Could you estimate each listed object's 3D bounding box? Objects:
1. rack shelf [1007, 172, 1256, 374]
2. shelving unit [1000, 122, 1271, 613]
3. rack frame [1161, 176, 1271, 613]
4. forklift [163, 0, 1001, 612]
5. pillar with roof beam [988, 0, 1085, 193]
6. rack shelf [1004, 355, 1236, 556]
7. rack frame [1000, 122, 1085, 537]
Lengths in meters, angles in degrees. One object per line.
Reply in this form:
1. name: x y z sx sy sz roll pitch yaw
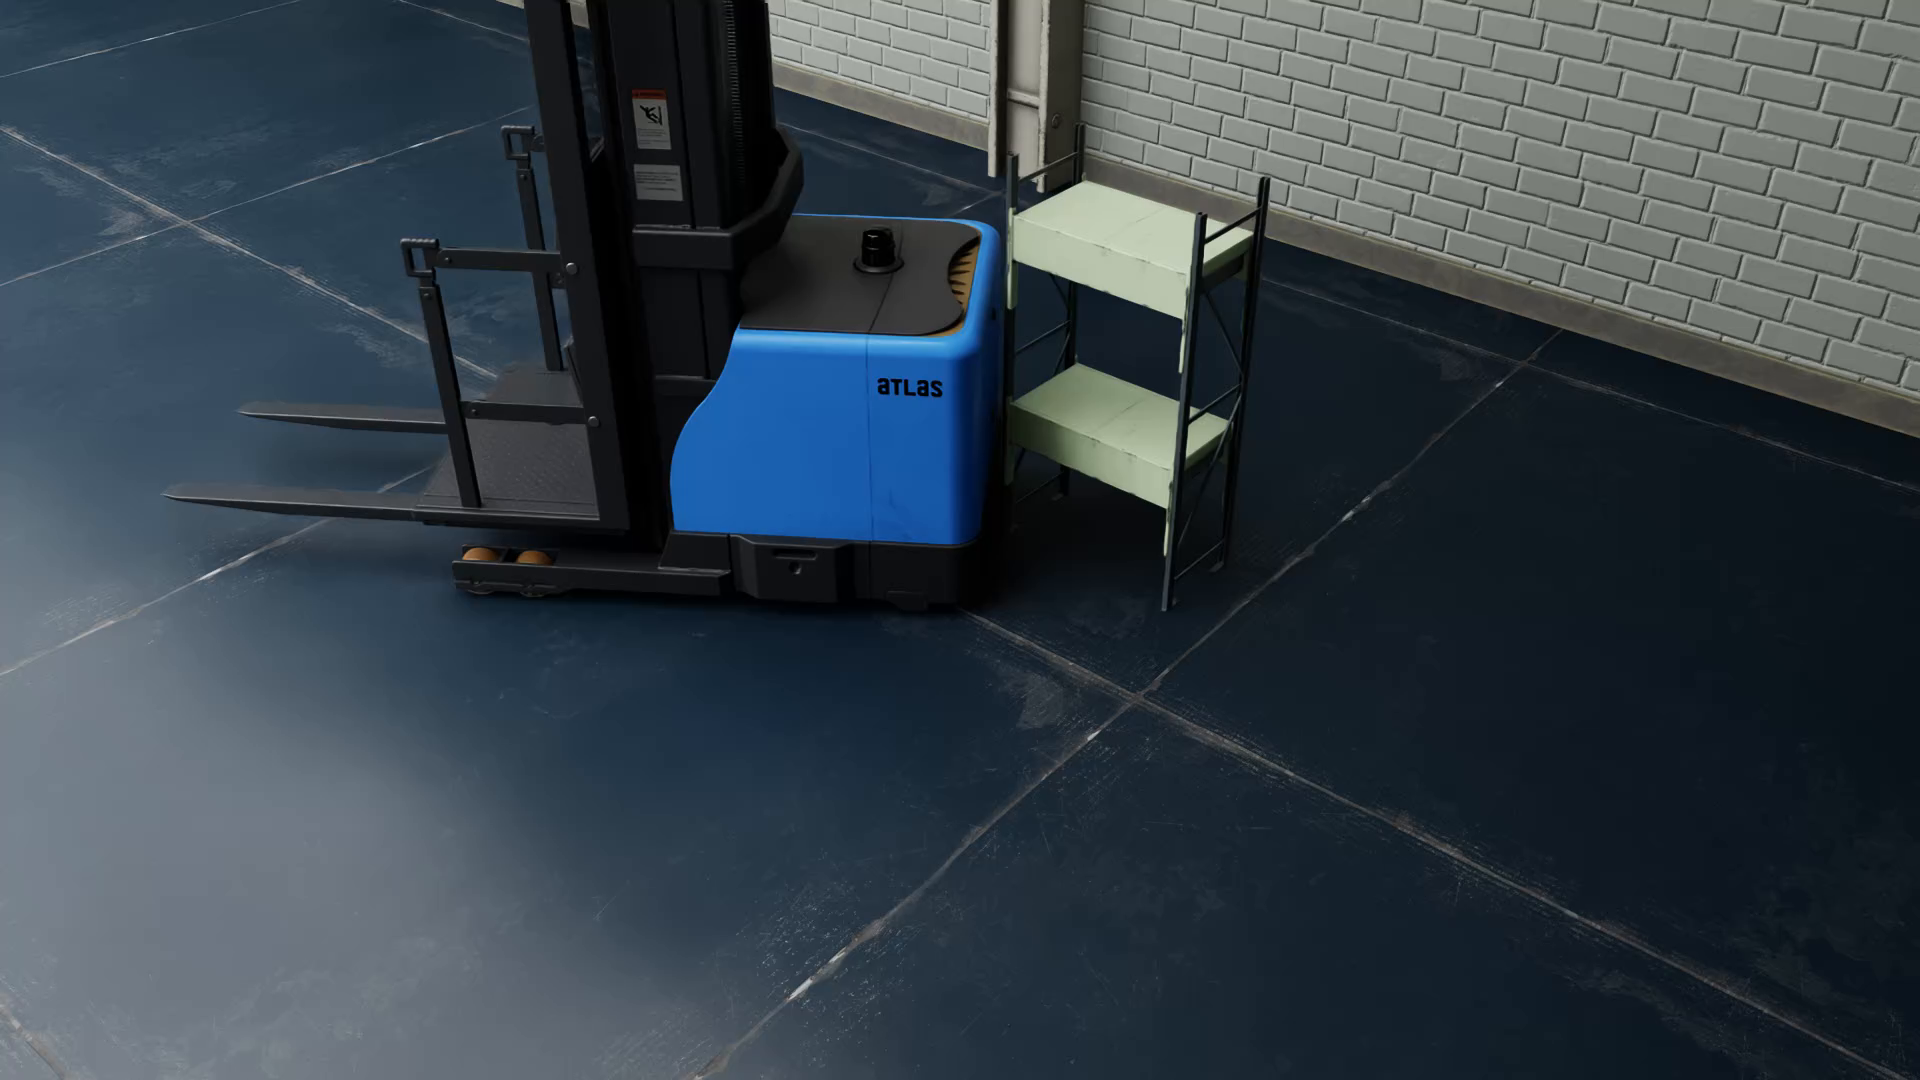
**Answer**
1. rack shelf: 0.570 -0.906 5.555 0.720 0.370 0.431 26 42 32
2. shelving unit: 0.570 -0.584 5.776 0.755 1.500 0.431 26 42 32
3. rack frame: 0.850 -0.451 5.582 0.023 1.500 0.400 26 42 32
4. forklift: -1.389 -1.297 5.549 3.031 2.935 1.130 3 35 4
5. pillar with roof beam: -2.353 -3.847 3.902 0.400 9.000 9.100 25 42 32
6. rack shelf: 0.570 -0.316 5.961 0.720 0.370 0.431 26 42 32
7. rack frame: 0.290 -0.718 5.971 0.023 1.500 0.400 26 42 32
